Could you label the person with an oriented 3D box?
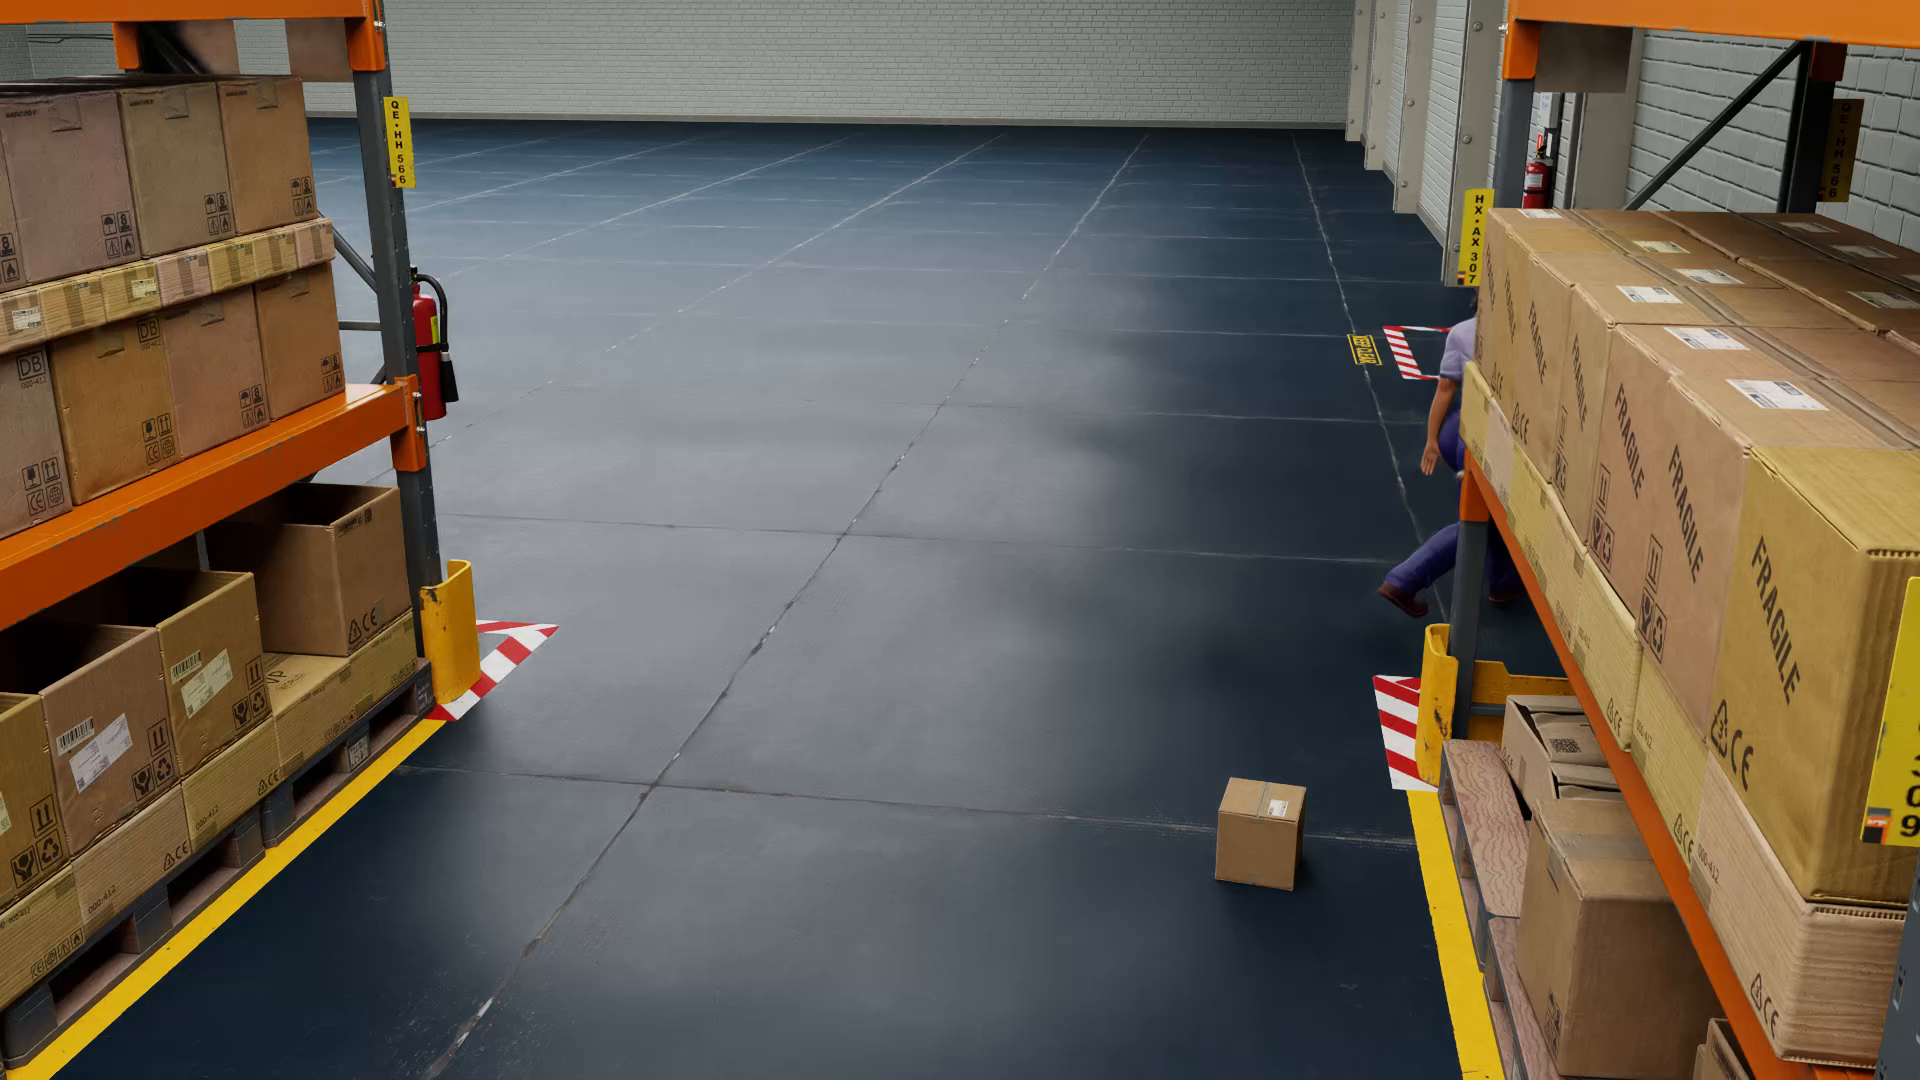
[{"bbox_3d":[2.308,-0.414,7.365,1.005,1.598,0.482,-5,19,-15],"label":"person"}]
